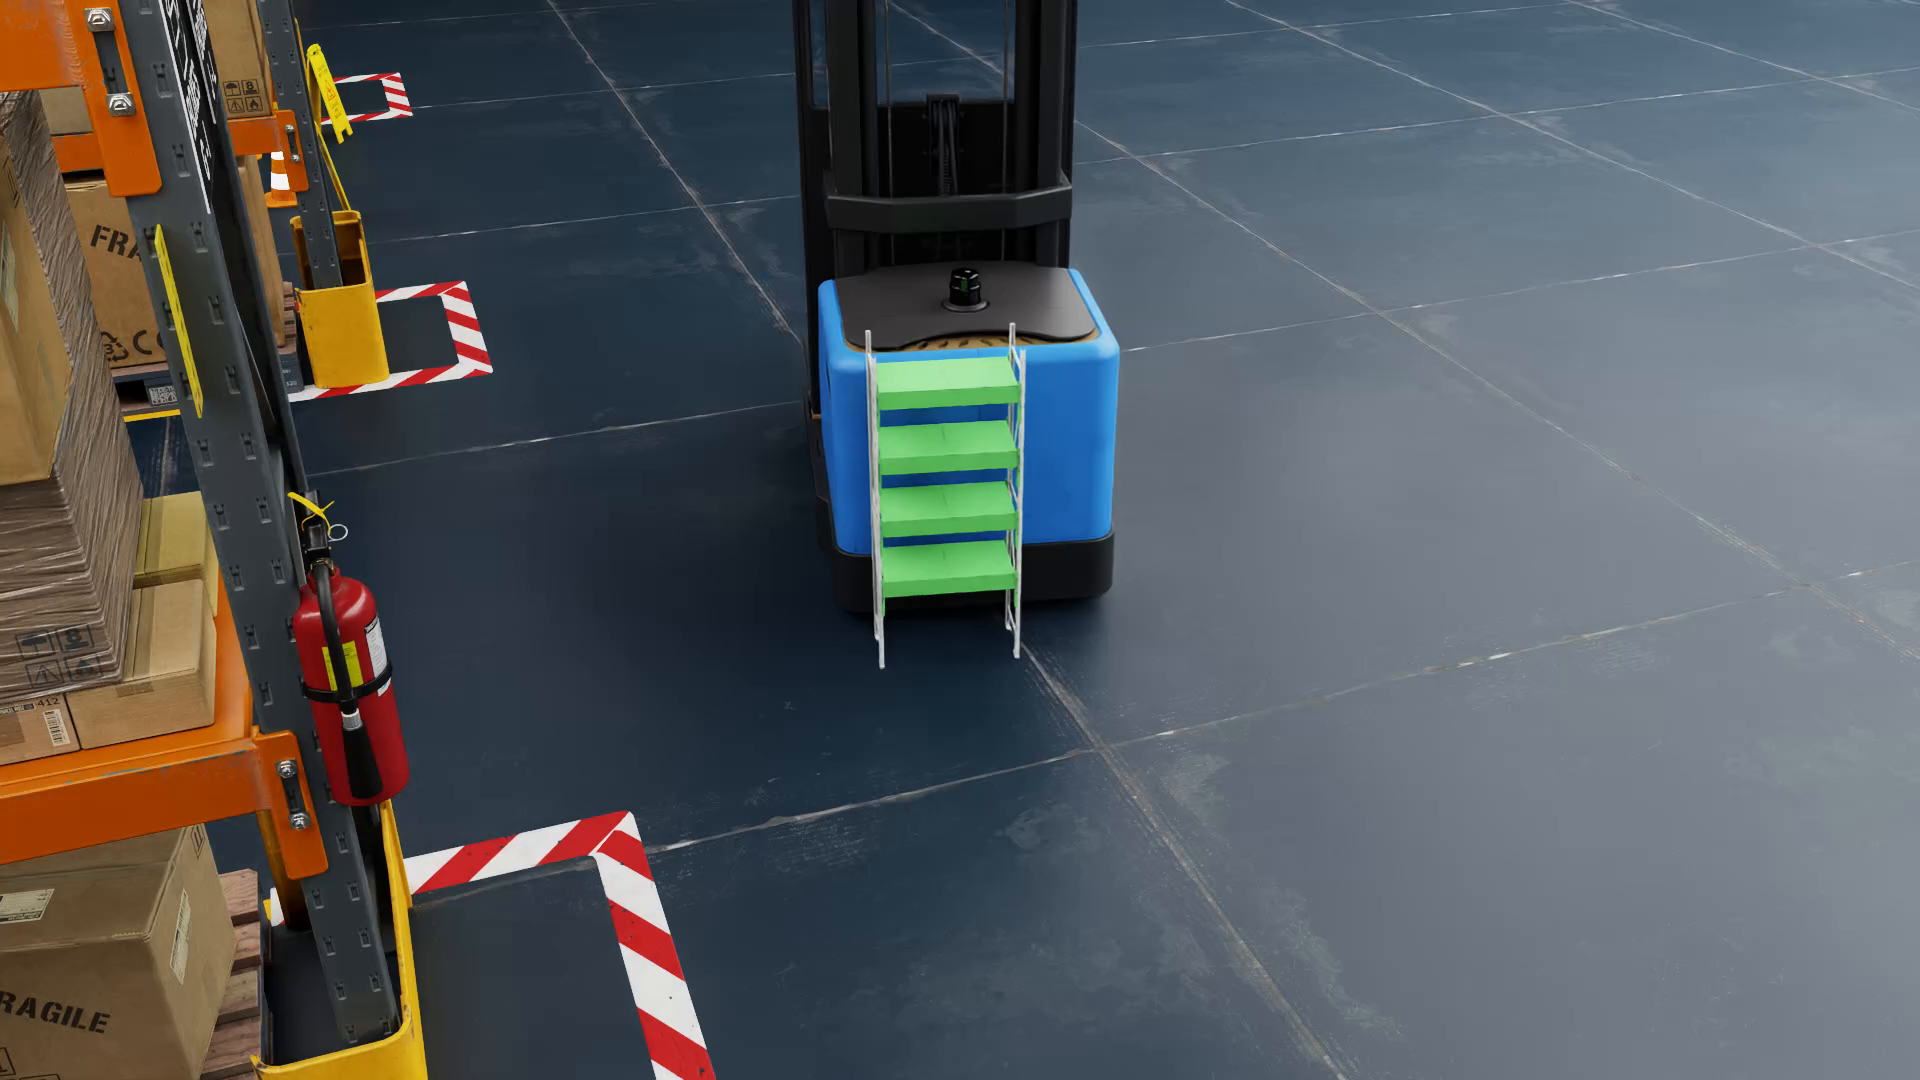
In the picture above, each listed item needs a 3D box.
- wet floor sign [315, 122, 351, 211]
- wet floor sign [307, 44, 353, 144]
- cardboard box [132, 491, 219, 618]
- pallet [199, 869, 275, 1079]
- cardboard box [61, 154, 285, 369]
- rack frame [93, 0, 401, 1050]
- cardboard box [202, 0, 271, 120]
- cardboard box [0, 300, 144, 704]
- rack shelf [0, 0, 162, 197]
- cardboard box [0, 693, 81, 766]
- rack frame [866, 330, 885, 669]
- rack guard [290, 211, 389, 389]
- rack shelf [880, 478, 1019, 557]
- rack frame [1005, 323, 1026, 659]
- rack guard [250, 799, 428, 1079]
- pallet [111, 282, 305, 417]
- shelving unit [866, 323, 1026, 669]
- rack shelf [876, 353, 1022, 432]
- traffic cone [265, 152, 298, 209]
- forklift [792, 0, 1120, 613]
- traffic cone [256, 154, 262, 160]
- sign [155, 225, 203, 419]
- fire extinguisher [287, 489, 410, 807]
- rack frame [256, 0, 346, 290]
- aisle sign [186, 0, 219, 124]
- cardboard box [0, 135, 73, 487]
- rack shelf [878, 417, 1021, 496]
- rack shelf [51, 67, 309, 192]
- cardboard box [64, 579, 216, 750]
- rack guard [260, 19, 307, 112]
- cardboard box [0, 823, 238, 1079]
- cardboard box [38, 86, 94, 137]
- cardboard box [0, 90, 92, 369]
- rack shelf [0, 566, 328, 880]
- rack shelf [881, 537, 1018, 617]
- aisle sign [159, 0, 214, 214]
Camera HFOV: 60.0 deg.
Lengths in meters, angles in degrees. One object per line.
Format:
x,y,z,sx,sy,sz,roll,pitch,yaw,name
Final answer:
-3.831,-2.218,9.991,0.232,0.644,0.267,-16,33,-26,wet floor sign
-4.437,-3.109,11.556,0.232,0.644,0.267,0,30,0,wet floor sign
-1.883,0.049,3.887,0.250,0.149,0.380,-10,31,-18,cardboard box
-2.378,1.350,4.167,1.213,0.211,1.003,-10,31,-18,pallet
-3.780,-1.428,7.949,0.875,0.875,0.875,-10,31,-17,cardboard box
-1.533,0.002,3.717,0.127,3.000,1.000,-10,31,-18,rack frame
-3.499,-2.297,7.600,0.550,0.550,0.875,-10,31,-18,cardboard box
-2.058,-0.089,3.474,0.500,0.500,0.875,-10,31,-18,cardboard box
-3.407,-0.644,2.546,4.000,0.370,1.077,-10,31,-18,rack shelf
-1.962,0.299,3.449,0.250,0.149,0.380,-10,31,-18,cardboard box
-0.293,-0.120,5.748,0.015,1.200,0.240,-4,30,-7,rack frame
-3.145,-1.235,8.413,0.348,0.500,1.175,-10,31,-18,rack guard
-0.051,-0.080,5.808,0.480,0.148,0.258,-4,30,-7,rack shelf
0.191,-0.152,5.804,0.015,1.200,0.240,-4,30,-7,rack frame
-1.604,1.101,4.313,0.348,0.500,1.175,-10,31,-18,rack guard
-3.890,-0.931,8.171,1.213,0.211,1.003,-10,31,-18,pallet
-0.051,-0.136,5.776,0.503,1.200,0.258,-4,30,-7,shelving unit
-0.051,-0.497,5.570,0.480,0.148,0.258,-4,30,-7,rack shelf
-4.236,-2.365,10.433,0.334,0.463,0.336,-10,31,-18,traffic cone
-0.127,-1.713,6.796,1.130,2.935,3.031,-4,30,-7,forklift
-4.941,-2.821,11.234,0.334,0.463,0.336,-10,31,-18,traffic cone
-1.358,-0.378,2.894,0.005,0.325,0.100,-10,31,-18,sign
-1.265,0.229,3.395,0.183,0.674,0.296,-10,31,-18,fire extinguisher
-3.167,-2.317,7.787,0.127,3.000,1.000,-10,31,-18,rack frame
-1.579,-1.278,3.336,0.004,0.787,0.394,-10,31,-18,aisle sign
-1.962,-0.396,3.003,0.500,0.500,0.500,-10,31,-18,cardboard box
-0.051,-0.289,5.689,0.480,0.148,0.258,-4,30,-7,rack shelf
-5.042,-1.659,7.359,4.000,0.370,1.077,-10,31,-18,rack shelf
-1.728,0.256,3.525,0.250,0.149,0.380,-10,31,-18,cardboard box
-5.059,-3.497,12.383,0.348,0.500,1.175,-10,31,-18,rack guard
-2.124,1.005,4.056,0.500,0.500,0.500,-5,30,-8,cardboard box
-4.007,-2.192,7.416,0.550,0.550,0.875,-10,31,-18,cardboard box
-2.143,-0.637,3.426,0.500,0.500,0.500,-10,31,-18,cardboard box
-3.407,0.660,3.289,4.000,0.370,1.077,-10,31,-18,rack shelf
-0.051,0.128,5.927,0.480,0.148,0.258,-4,30,-7,rack shelf
-1.370,-0.999,2.848,0.004,0.787,0.394,-10,31,-18,aisle sign
